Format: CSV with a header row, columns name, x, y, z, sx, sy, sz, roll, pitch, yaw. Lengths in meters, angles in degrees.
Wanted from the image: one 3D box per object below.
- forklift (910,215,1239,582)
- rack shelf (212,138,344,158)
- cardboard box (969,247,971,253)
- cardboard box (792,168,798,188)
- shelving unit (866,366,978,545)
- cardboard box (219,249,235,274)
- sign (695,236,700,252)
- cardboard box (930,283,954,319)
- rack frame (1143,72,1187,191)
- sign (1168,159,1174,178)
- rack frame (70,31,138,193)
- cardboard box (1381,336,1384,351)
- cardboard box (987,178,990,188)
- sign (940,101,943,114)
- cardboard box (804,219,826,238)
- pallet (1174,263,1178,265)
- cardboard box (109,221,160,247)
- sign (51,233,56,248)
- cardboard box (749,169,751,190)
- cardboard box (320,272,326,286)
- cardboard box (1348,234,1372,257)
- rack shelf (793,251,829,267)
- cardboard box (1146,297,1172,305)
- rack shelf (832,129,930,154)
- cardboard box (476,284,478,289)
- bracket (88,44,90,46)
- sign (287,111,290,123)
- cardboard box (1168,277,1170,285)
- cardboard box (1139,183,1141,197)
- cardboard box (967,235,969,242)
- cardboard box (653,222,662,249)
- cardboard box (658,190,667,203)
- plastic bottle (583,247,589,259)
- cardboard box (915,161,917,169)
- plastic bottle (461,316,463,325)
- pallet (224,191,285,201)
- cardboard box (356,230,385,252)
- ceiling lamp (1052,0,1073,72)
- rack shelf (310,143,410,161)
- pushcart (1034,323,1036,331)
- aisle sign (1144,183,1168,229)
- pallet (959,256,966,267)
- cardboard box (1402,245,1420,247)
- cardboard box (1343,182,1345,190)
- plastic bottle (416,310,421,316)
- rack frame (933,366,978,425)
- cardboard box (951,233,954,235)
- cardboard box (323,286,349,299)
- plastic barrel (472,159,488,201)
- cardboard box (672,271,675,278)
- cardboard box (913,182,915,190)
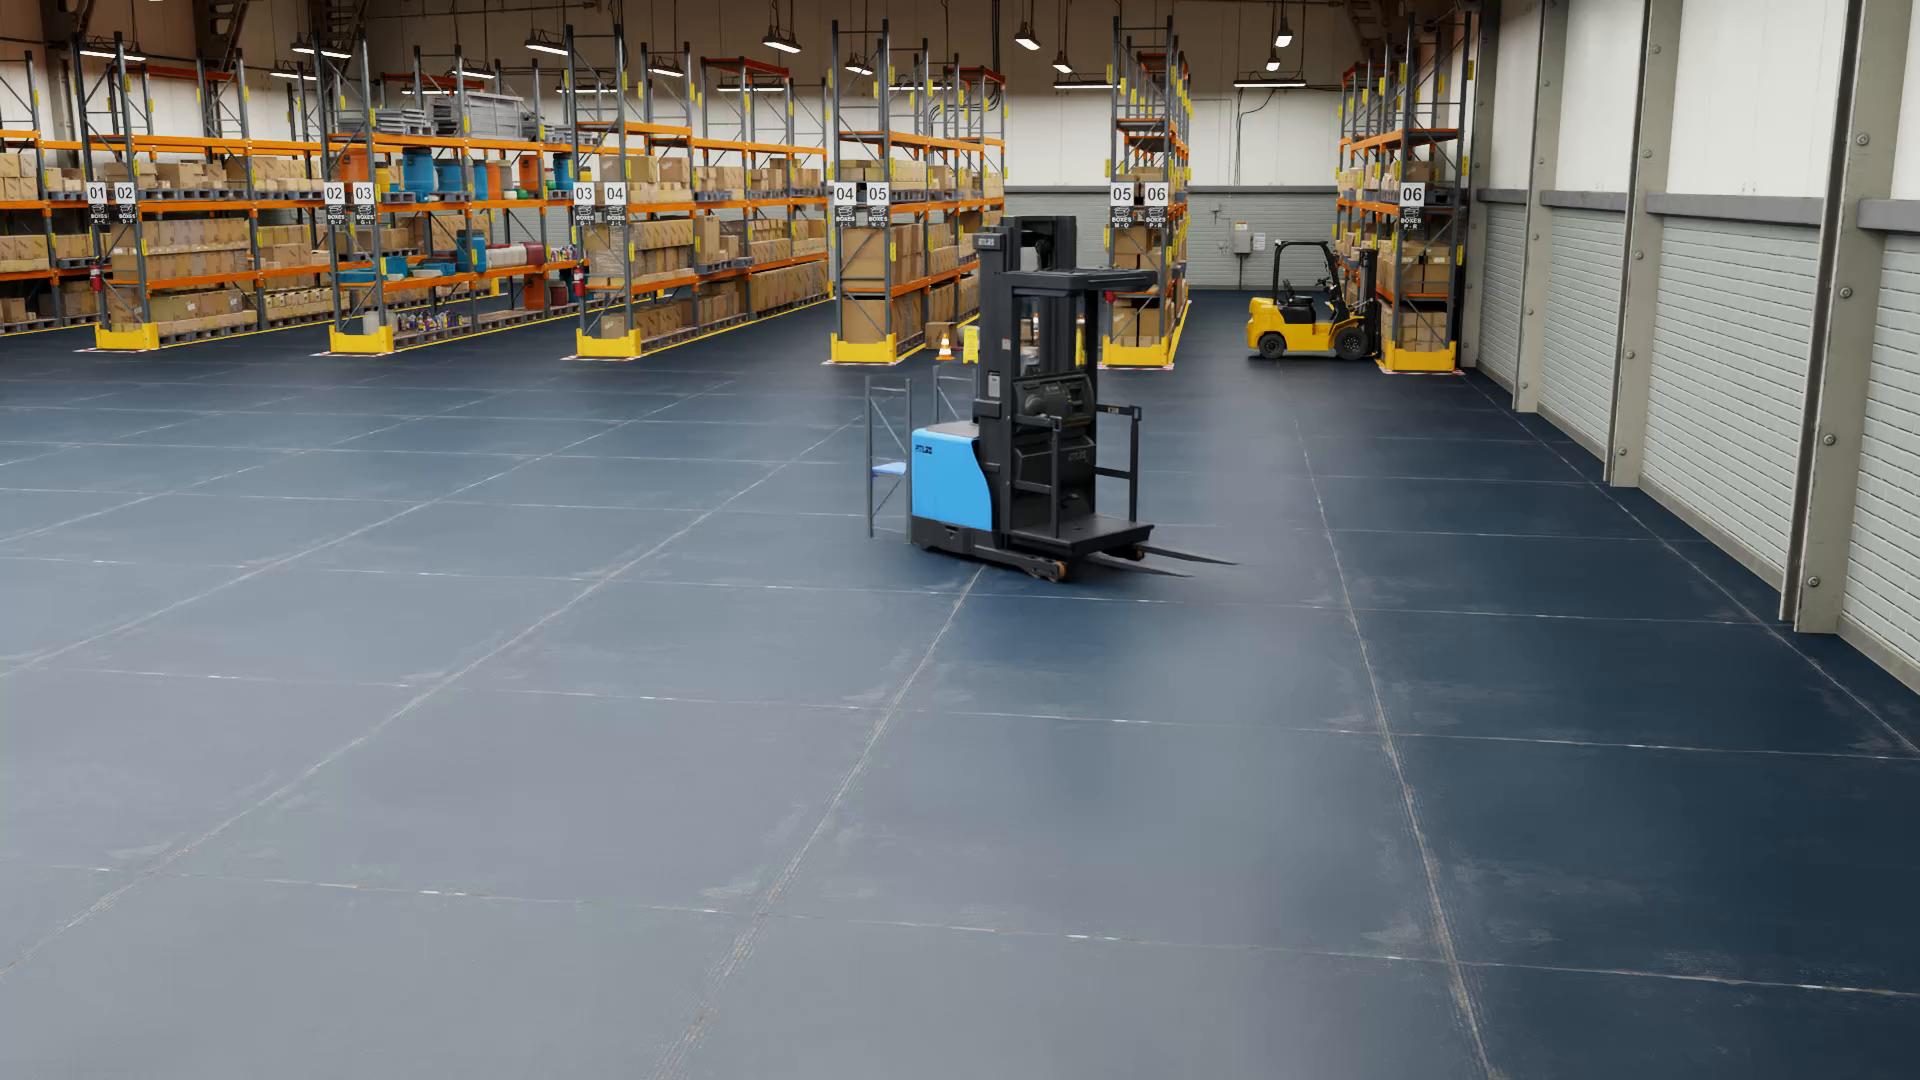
name,x,y,z,sx,sy,sz,roll,pitch,yaw
forklift,0.946,-1.211,13.913,1.130,2.935,3.031,-12,17,-43
rack shelf,-15.508,-8.899,37.842,1.077,0.370,4.000,2,12,9
cardboard box,0.067,-7.037,40.381,0.380,0.149,0.250,1,12,6
cardboard box,-4.649,-9.487,43.561,0.700,0.500,0.500,3,12,12
shelving unit,-0.342,-0.807,15.436,0.538,1.500,1.048,9,15,35
cardboard box,-15.952,-5.944,35.473,0.700,0.500,0.500,2,12,8
sign,-5.490,-6.183,34.766,0.100,0.325,0.005,2,12,9
cardboard box,-0.710,-5.408,37.570,1.050,0.750,0.750,2,12,8
rack frame,4.995,-10.053,40.536,1.000,3.000,0.127,2,12,9
sign,3.685,-6.498,29.088,0.100,0.325,0.005,2,12,9
rack frame,-16.431,-8.198,31.928,1.000,3.000,0.127,2,12,9
cardboard box,7.900,-3.534,30.060,0.500,0.250,0.500,2,12,9
cardboard box,0.480,-9.093,42.372,0.500,0.250,0.500,2,12,8
sign,-0.445,-10.709,41.176,0.100,0.325,0.005,2,12,9
cardboard box,-3.998,-8.603,45.917,0.500,0.500,0.500,2,12,9
pallet,4.115,-5.780,35.407,1.003,0.211,1.213,2,12,9
cardboard box,-16.338,-6.056,32.913,0.700,0.500,0.500,2,12,9
sign,-20.174,-6.665,37.000,0.100,0.325,0.005,2,12,9
cardboard box,-5.344,-8.641,39.871,0.500,0.500,0.500,3,12,12
cardboard box,-18.874,-7.590,48.284,0.700,0.500,0.500,2,12,9
cardboard box,9.404,-6.850,38.679,0.700,0.500,0.500,2,12,8
rack shelf,-4.490,-7.506,44.666,1.077,0.370,4.000,2,12,9
cardboard box,3.938,-4.551,32.996,0.500,0.500,0.500,2,12,8
rack shelf,-1.450,-7.563,31.642,1.077,0.370,4.000,2,12,9
cardboard box,-13.962,-7.223,47.327,0.380,0.166,0.250,2,12,9
bracket,-20.736,-11.615,39.239,0.235,0.232,0.430,2,12,9
sign,-19.413,-12.241,48.099,0.100,0.325,0.005,2,12,9
cardboard box,3.790,-4.937,31.633,0.380,0.149,0.250,2,12,9
cardboard box,3.053,-6.380,30.264,0.500,0.250,0.500,2,12,8
cardboard box,0.018,-7.272,40.059,0.380,0.149,0.250,1,12,6
cardboard box,-6.130,-5.940,32.375,0.500,0.500,0.500,2,12,9
cardboard box,-6.085,-6.747,32.674,0.500,0.250,0.500,2,12,10
plastic bottle,-9.538,-7.337,42.293,0.144,0.351,0.185,2,12,9
cardboard box,-1.039,-7.284,32.279,0.380,0.149,0.250,2,12,9
plastic bottle,-10.670,-4.698,35.527,0.097,0.201,0.097,0,12,0
pallet,-15.693,-7.654,36.982,0.805,0.209,1.217,1,12,6
cardboard box,-14.886,-7.503,41.713,0.700,0.500,0.500,4,13,19
ceiling lamp,2.708,-12.803,39.444,0.800,3.185,2.000,2,12,9
rack shelf,-14.893,-9.732,41.705,1.077,0.370,4.000,2,12,9
pushcart,1.504,-4.236,34.012,1.648,0.377,0.936,-2,12,-11
aisle sign,3.446,-5.870,29.197,0.394,0.787,0.004,2,12,9
pallet,-0.523,-6.485,38.676,1.213,0.211,1.003,2,12,9
cardboard box,8.034,-5.212,29.831,0.380,0.149,0.250,2,12,9
cardboard box,9.971,-8.927,42.081,0.500,0.250,0.500,2,12,8
plastic bottle,-11.456,-4.702,35.191,0.144,0.351,0.185,2,12,10
rack frame,-0.042,-0.894,15.837,0.500,1.500,0.032,9,15,35
cardboard box,-0.117,-7.564,42.283,0.500,0.500,0.500,2,12,9
cardboard box,-15.038,-5.949,39.931,0.500,0.311,0.500,2,12,10
plastic barrel,-10.857,-8.033,37.094,0.600,0.901,0.708,2,12,9
cardboard box,-6.013,-5.394,33.753,0.380,0.149,0.250,2,12,9
cardboard box,-1.077,-6.840,32.113,0.380,0.149,0.250,2,12,8
